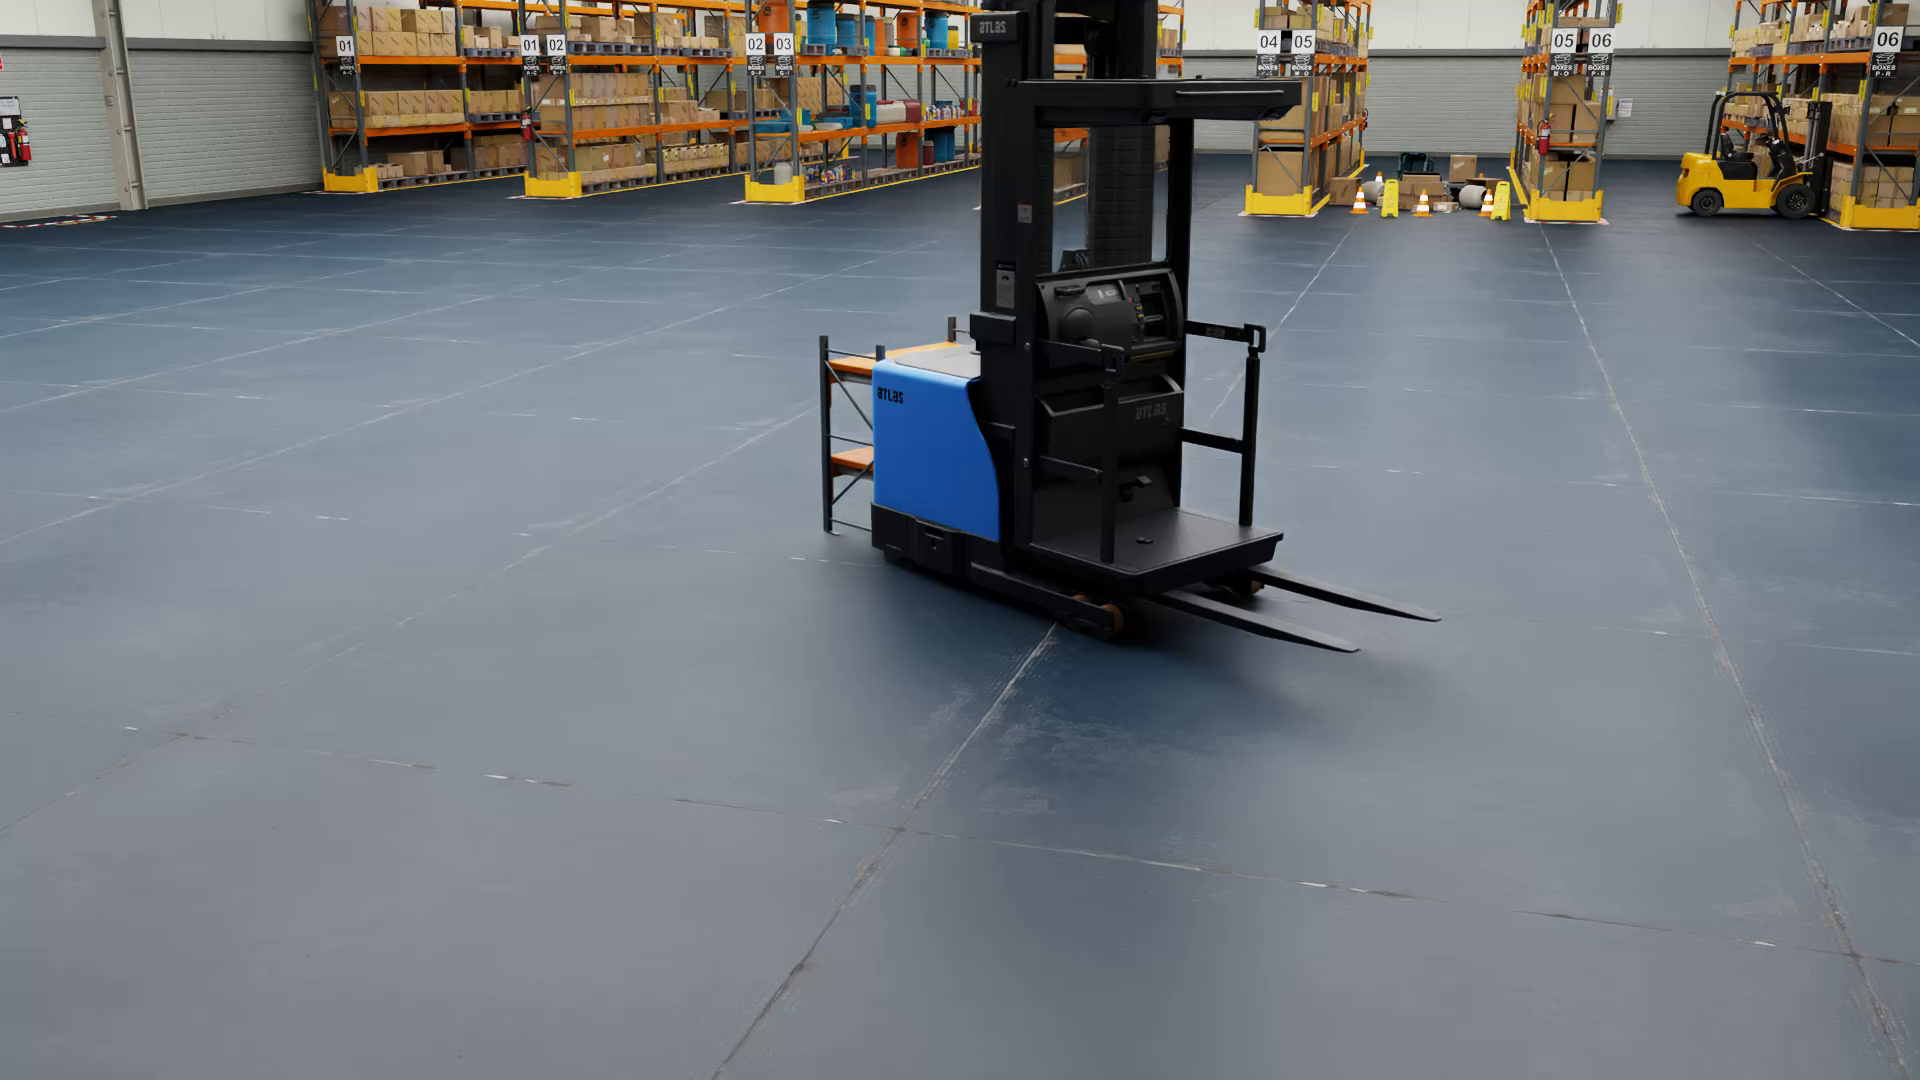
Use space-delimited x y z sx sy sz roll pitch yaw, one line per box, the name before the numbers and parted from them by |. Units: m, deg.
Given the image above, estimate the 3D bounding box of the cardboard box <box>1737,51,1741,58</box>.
cardboard box | 19.195 -11.846 40.558 0.380 0.149 0.250 5 16 16

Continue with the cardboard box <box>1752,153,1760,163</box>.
cardboard box | 18.106 -8.425 37.347 0.500 0.500 0.500 4 16 14

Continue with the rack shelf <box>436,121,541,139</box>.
rack shelf | -11.467 -10.194 41.090 1.077 0.370 4.000 5 16 16

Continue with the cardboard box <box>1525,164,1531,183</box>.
cardboard box | 12.478 -7.739 35.165 0.950 0.372 0.625 4 16 15

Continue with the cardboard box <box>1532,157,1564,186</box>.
cardboard box | 10.850 -6.787 30.657 0.500 0.500 0.500 4 16 15

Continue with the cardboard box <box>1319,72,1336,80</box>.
cardboard box | 9.087 -11.362 41.331 0.500 0.500 0.500 4 16 14

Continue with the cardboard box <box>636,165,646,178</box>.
cardboard box | -7.359 -8.244 37.168 0.500 0.250 0.500 5 16 16

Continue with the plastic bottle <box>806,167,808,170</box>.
plastic bottle | -3.304 -7.885 35.803 0.061 0.283 0.133 5 17 18

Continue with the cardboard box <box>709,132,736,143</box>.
cardboard box | -6.095 -10.328 42.645 0.500 0.250 0.500 5 17 18

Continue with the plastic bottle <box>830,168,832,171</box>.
plastic bottle | -2.742 -7.794 35.481 0.061 0.283 0.133 5 16 16

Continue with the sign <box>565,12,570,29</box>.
sign | -7.891 -10.444 33.410 0.100 0.325 0.005 5 16 16

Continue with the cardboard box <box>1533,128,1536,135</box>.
cardboard box | 11.316 -7.917 32.207 0.380 0.149 0.250 5 16 16

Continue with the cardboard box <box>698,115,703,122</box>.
cardboard box | -6.456 -10.221 40.328 0.380 0.149 0.250 6 17 20

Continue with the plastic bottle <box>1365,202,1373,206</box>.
plastic bottle | 7.792 -6.458 31.986 0.283 0.061 0.133 -1 16 -3

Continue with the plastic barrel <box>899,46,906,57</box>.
plastic barrel | -1.421 -11.595 39.498 0.294 0.245 0.294 0 16 0

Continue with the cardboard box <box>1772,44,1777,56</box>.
cardboard box | 17.808 -10.545 35.787 0.500 0.250 0.500 5 16 16

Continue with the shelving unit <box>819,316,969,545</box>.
shelving unit | -0.236 -0.645 9.542 0.538 1.125 1.048 15 22 42

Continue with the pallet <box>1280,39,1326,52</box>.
pallet | 6.348 -9.322 31.365 1.003 0.211 1.213 5 16 16

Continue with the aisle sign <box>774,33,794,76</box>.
aisle sign | -3.413 -9.411 32.248 0.394 0.787 0.004 5 16 16

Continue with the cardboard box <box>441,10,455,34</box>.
cardboard box | -11.918 -11.846 38.049 0.500 0.500 0.500 3 16 11

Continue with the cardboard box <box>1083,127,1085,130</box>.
cardboard box | 2.433 -8.664 34.840 0.380 0.149 0.250 5 16 16

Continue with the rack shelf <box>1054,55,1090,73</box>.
rack shelf | 1.644 -9.438 32.929 1.077 0.370 4.000 5 16 16

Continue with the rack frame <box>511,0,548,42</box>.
rack frame | -10.899 -13.949 42.018 1.000 3.000 0.127 5 16 16

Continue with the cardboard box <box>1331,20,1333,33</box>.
cardboard box | 7.045 -10.069 32.611 0.500 0.250 0.500 4 16 15

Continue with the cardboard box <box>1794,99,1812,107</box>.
cardboard box | 16.881 -8.720 33.202 0.380 0.149 0.250 5 17 17

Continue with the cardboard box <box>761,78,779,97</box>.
cardboard box | -5.116 -12.408 45.563 0.500 0.500 0.500 5 17 16

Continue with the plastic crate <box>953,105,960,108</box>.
plastic crate | 0.028 -11.874 45.893 0.416 0.233 0.300 5 16 16

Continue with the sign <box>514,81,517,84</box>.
sign | -11.432 -11.662 42.827 0.100 0.325 0.005 5 16 16

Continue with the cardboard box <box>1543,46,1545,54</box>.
cardboard box | 10.939 -9.025 30.614 0.380 0.149 0.250 4 16 15

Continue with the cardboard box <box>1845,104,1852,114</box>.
cardboard box | 15.455 -7.408 28.577 0.380 0.149 0.250 4 16 14

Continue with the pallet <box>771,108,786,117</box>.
pallet | -5.343 -11.434 44.494 1.003 0.211 1.213 5 16 16

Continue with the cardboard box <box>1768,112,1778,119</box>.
cardboard box | 17.429 -9.041 35.399 0.380 0.149 0.250 5 17 17

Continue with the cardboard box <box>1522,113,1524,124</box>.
cardboard box | 13.302 -9.754 38.495 0.500 0.250 0.500 4 16 15

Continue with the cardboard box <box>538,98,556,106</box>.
cardboard box | -8.496 -9.062 34.409 0.380 0.149 0.250 4 16 15

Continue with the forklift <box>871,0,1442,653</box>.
forklift | 0.872 -1.103 7.847 1.130 2.935 3.031 -13 21 -39

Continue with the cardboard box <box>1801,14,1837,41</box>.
cardboard box | 16.882 -10.063 32.677 0.500 0.500 0.500 5 17 17

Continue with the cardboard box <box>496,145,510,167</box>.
cardboard box | -11.560 -9.489 41.062 0.700 0.500 0.500 5 17 17

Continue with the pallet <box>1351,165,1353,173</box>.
pallet | 9.369 -9.383 42.024 1.003 0.211 1.213 5 16 16

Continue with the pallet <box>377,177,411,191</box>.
pallet | -12.886 -7.858 36.648 1.003 0.211 1.213 5 16 16

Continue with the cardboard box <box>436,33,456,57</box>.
cardboard box | -11.942 -11.366 38.186 0.500 0.500 0.500 5 17 17

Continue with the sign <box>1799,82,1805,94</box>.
sign | 19.280 -10.320 38.094 0.100 0.325 0.005 5 16 16

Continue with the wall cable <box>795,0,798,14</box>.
wall cable | -4.081 -18.220 53.511 3.097 2.526 0.112 5 16 16

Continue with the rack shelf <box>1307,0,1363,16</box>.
rack shelf | 8.644 -12.371 38.504 1.077 0.370 4.000 5 16 16

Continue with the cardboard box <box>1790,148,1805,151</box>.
cardboard box | 18.374 -8.525 36.510 0.380 0.149 0.250 5 17 16

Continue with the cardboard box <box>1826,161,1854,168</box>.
cardboard box | 15.593 -6.569 29.429 0.500 0.250 0.500 4 16 15

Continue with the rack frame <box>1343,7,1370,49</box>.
rack frame | 10.349 -14.479 43.885 1.000 3.000 0.127 5 16 16

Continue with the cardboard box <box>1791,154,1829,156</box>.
cardboard box | 17.420 -7.656 34.406 0.875 0.625 0.625 5 17 18

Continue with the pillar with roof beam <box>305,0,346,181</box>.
pillar with roof beam | -9.675 -11.773 34.344 9.100 9.000 0.400 5 16 16
